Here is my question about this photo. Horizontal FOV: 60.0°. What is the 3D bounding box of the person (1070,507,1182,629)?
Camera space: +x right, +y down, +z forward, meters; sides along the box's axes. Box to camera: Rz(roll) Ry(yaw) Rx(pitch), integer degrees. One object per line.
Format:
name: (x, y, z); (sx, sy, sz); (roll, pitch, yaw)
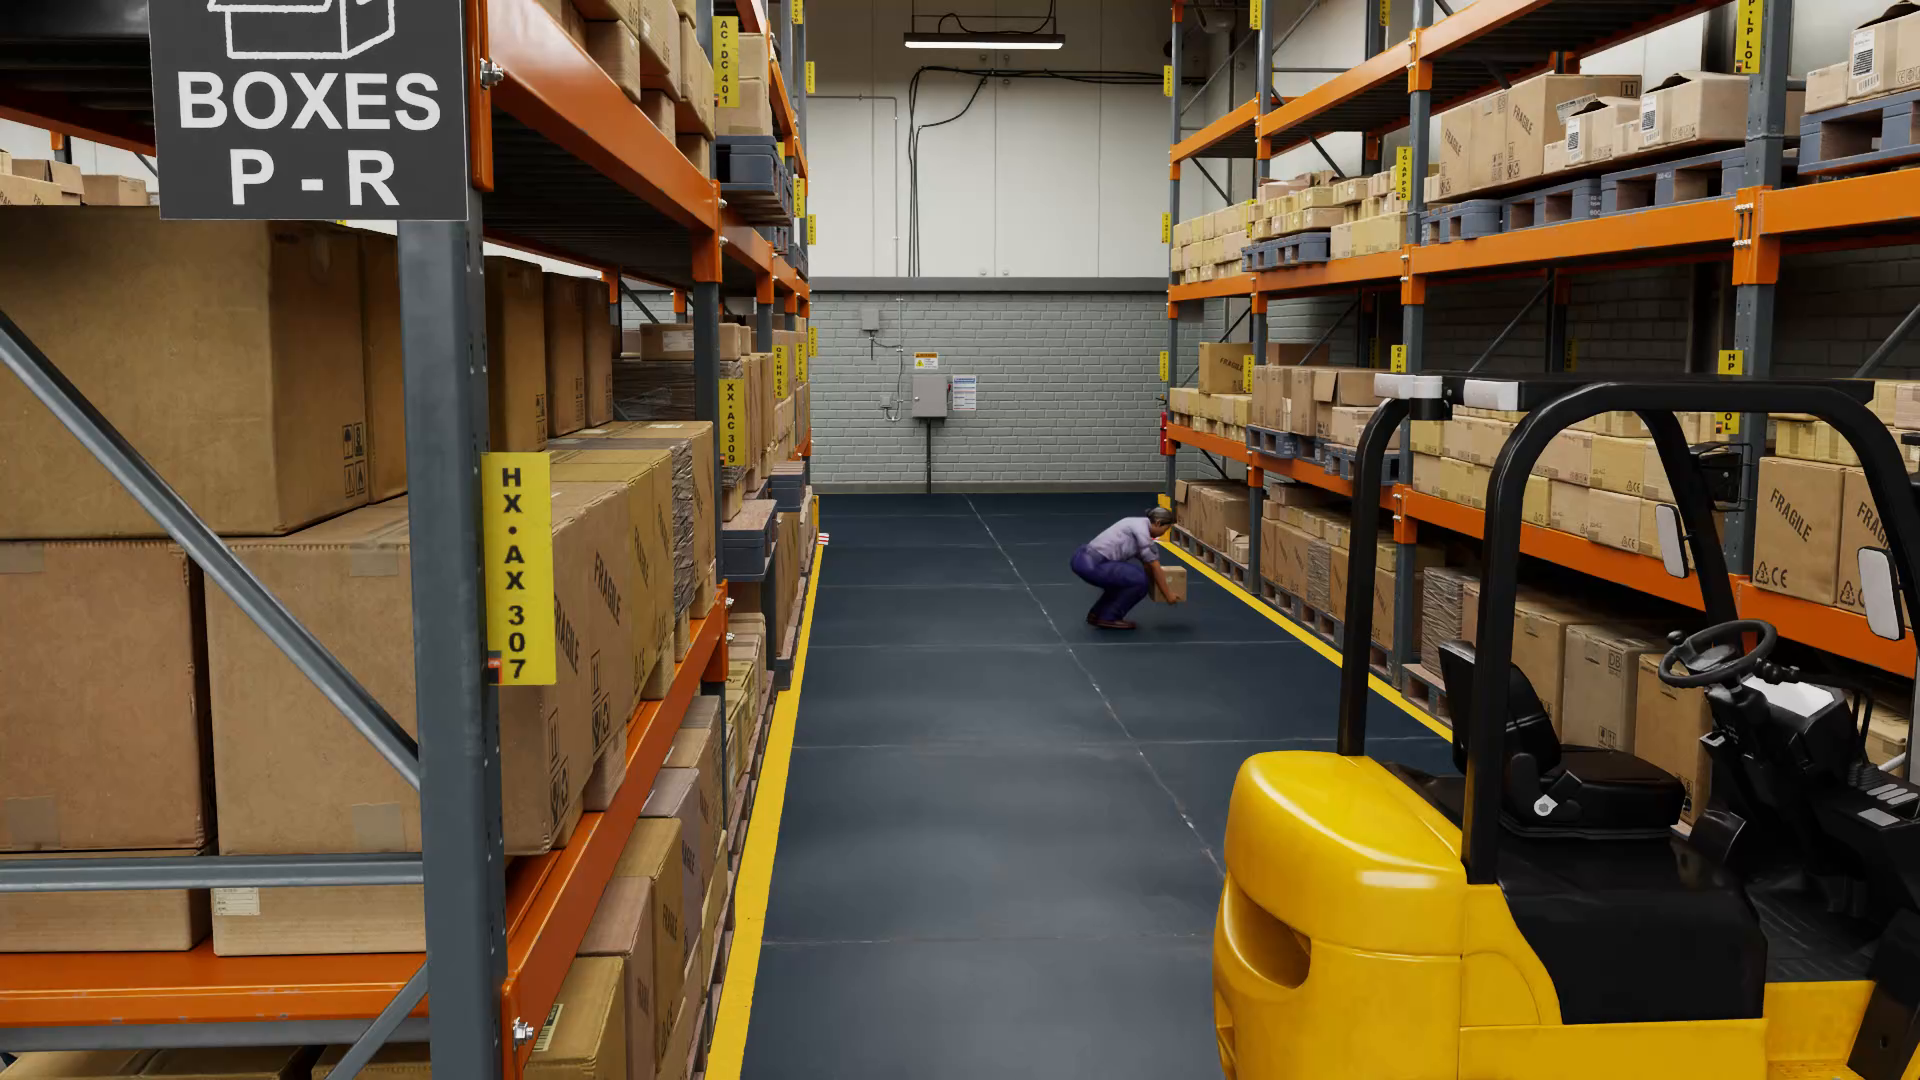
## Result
person: (1.295, 0.215, 13.039); (0.861, 0.937, 0.500); (-1, 7, -5)
